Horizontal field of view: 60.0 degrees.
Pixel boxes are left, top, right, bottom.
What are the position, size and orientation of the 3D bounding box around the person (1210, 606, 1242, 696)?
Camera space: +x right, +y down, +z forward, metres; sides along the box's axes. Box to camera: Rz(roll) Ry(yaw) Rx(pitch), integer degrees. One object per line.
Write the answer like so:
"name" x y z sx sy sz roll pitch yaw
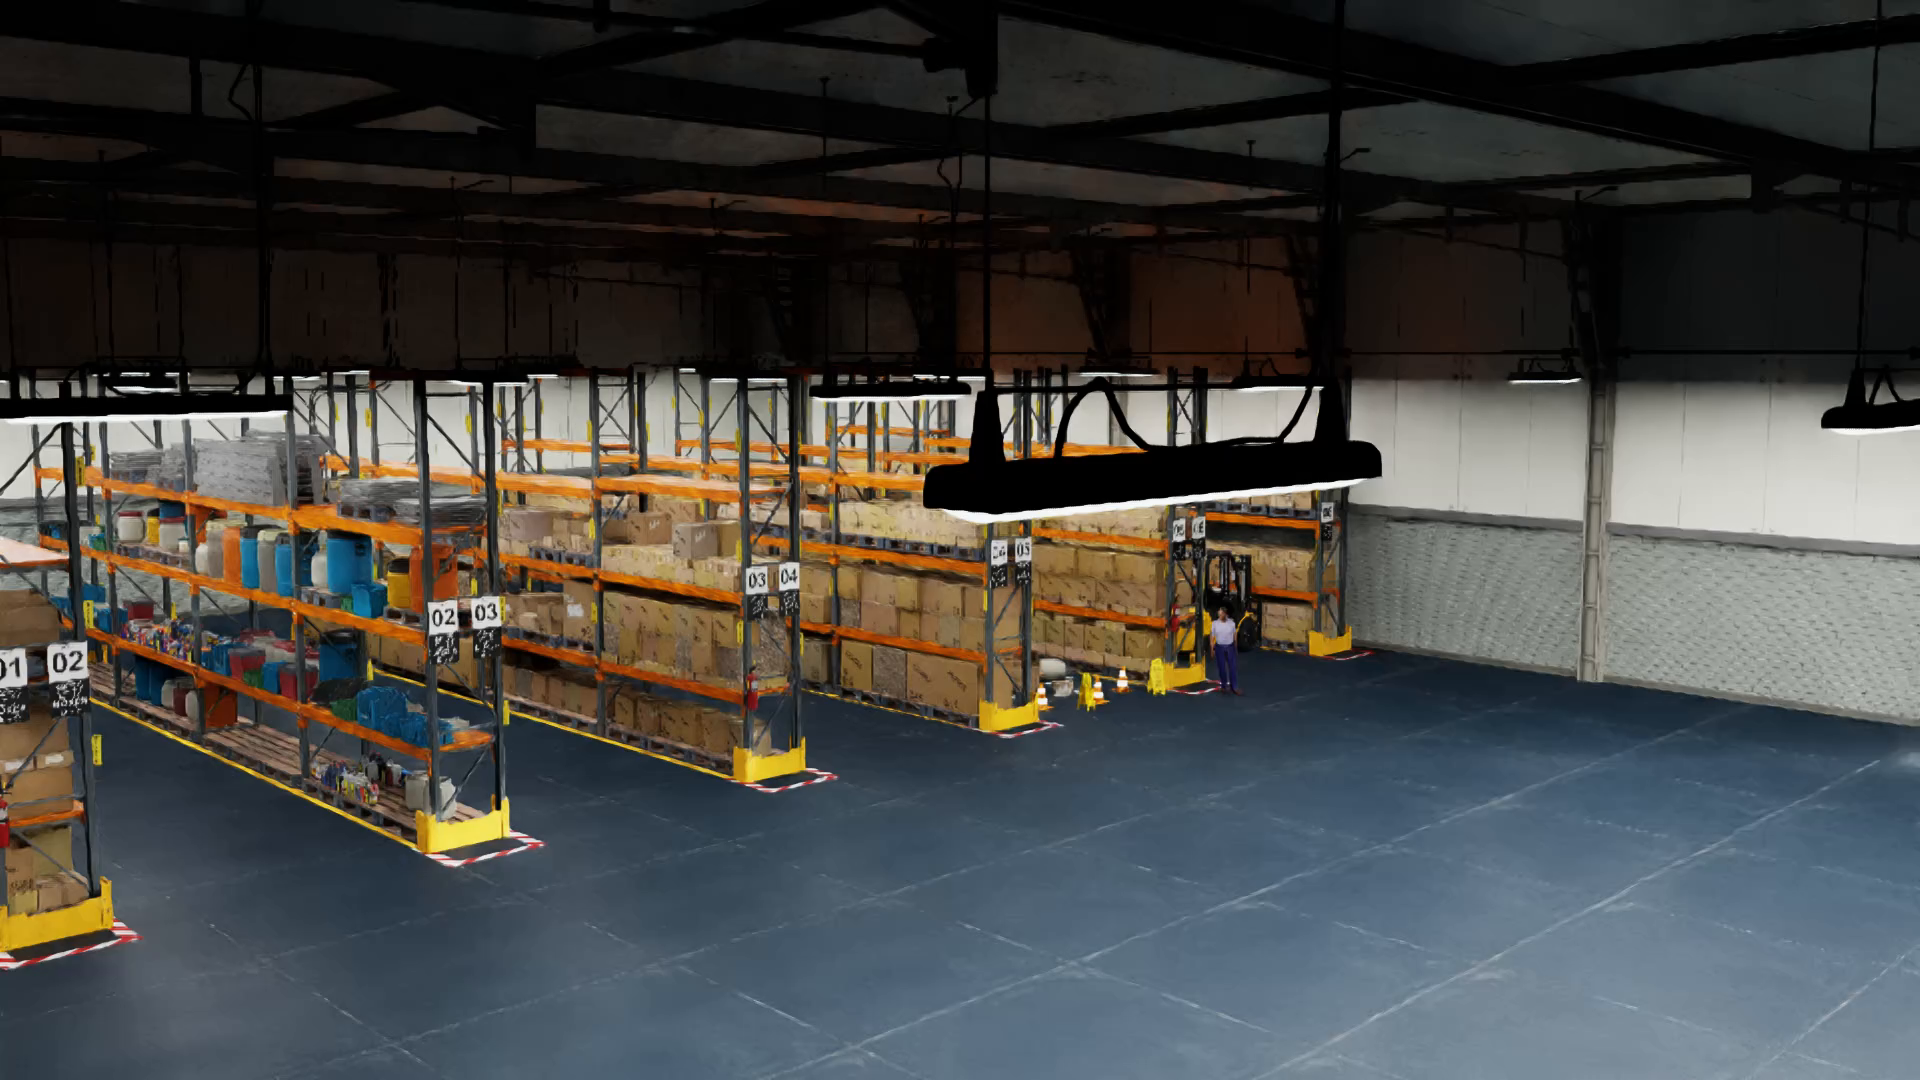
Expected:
"person" 4.945 2.041 30.848 0.617 1.652 0.483 1 7 10
